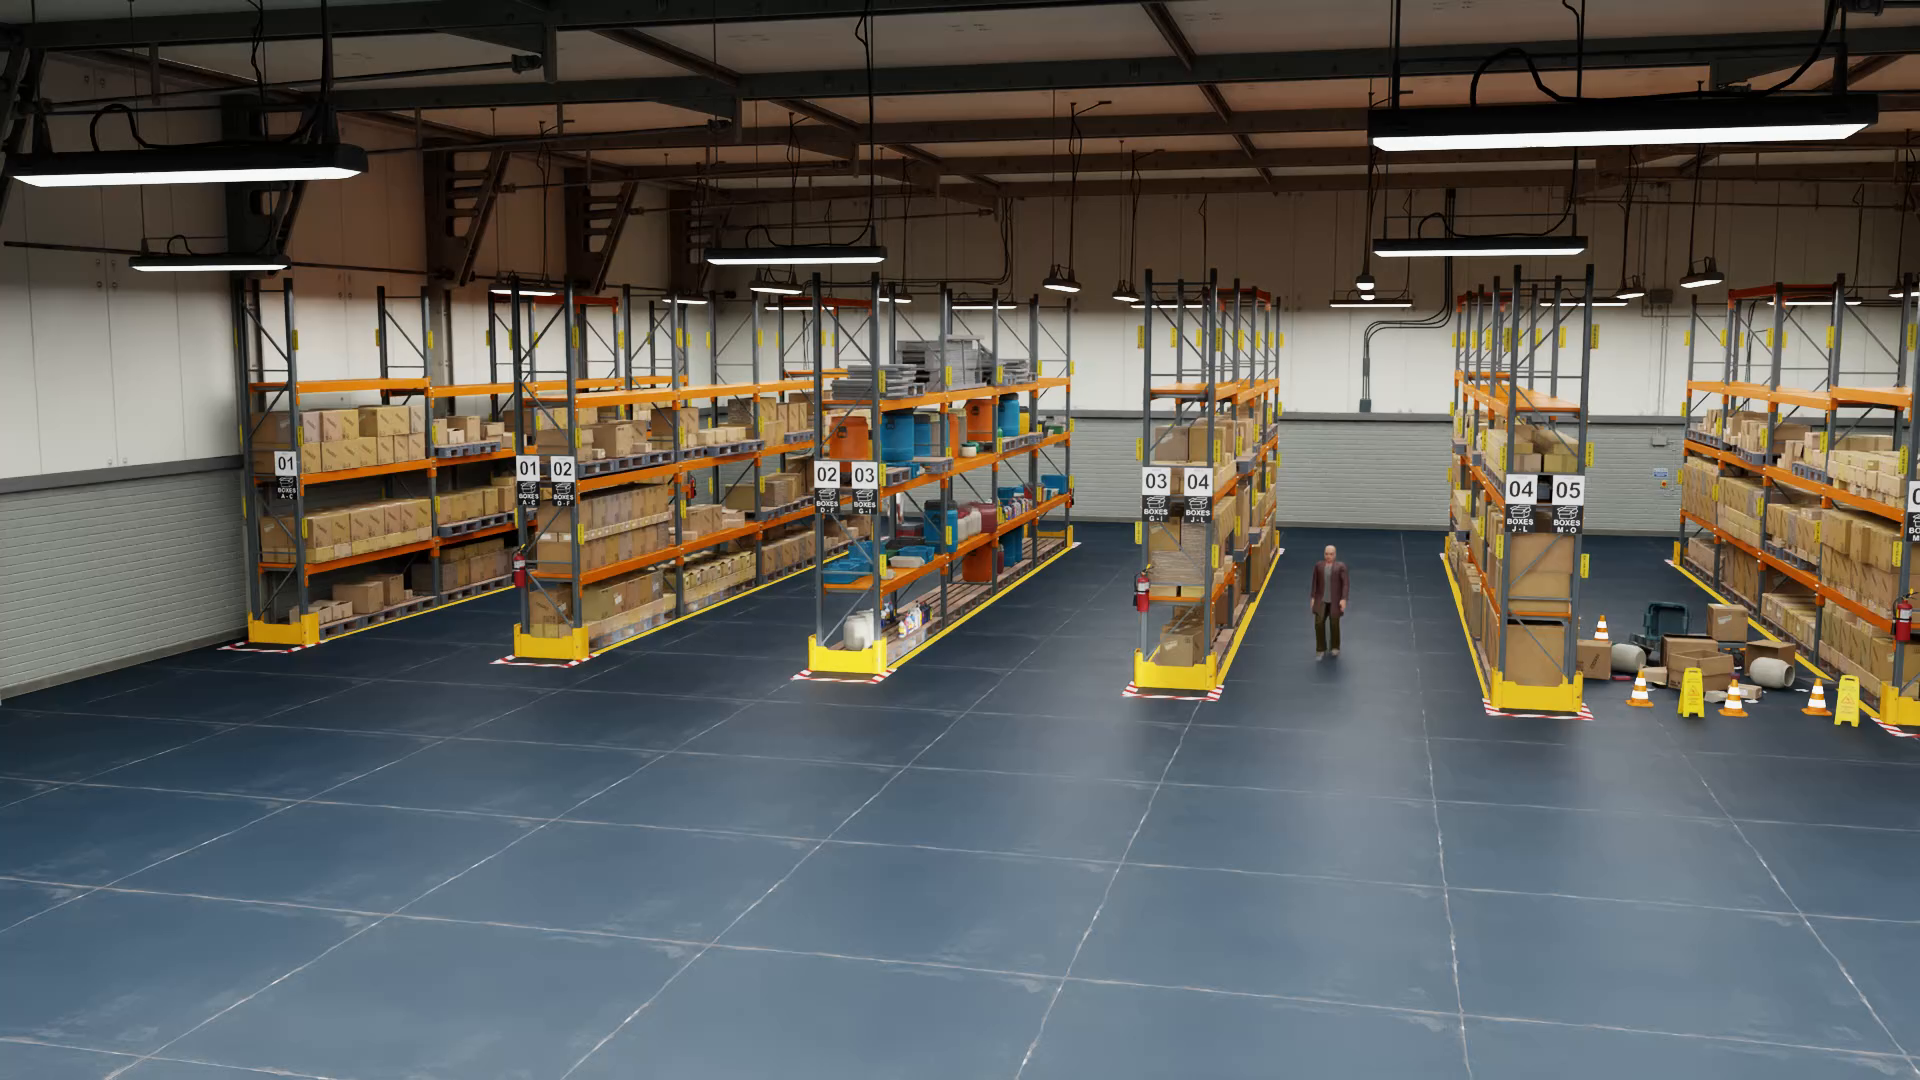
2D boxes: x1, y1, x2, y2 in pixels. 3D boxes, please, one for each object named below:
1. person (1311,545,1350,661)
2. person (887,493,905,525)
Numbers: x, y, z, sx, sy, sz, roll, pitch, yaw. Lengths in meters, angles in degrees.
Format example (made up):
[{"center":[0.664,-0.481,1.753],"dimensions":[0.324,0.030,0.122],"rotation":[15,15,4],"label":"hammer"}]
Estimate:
[{"center":[5.835,0.994,26.275],"dimensions":[0.651,1.826,0.659],"rotation":[4,8,29],"label":"person"},{"center":[-1.539,-0.549,39.022],"dimensions":[0.486,1.768,0.605],"rotation":[-3,8,-25],"label":"person"}]
